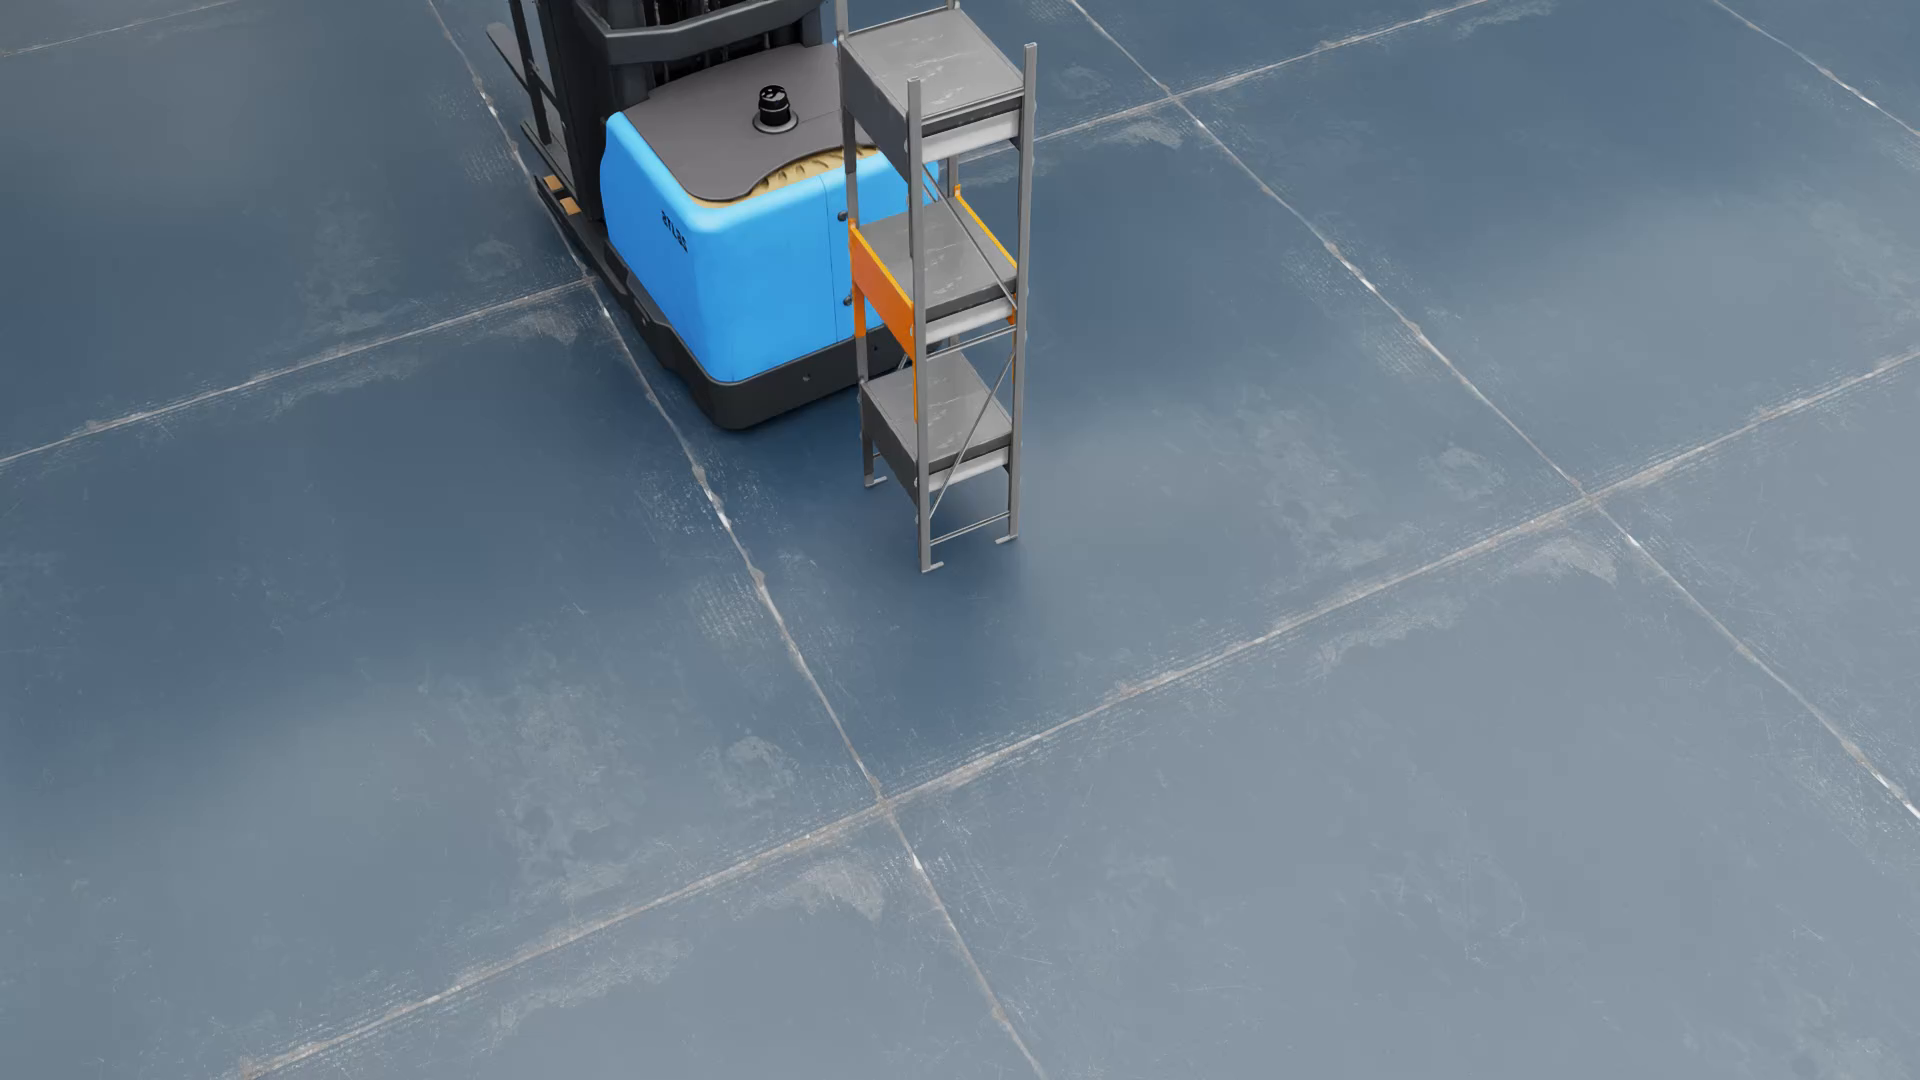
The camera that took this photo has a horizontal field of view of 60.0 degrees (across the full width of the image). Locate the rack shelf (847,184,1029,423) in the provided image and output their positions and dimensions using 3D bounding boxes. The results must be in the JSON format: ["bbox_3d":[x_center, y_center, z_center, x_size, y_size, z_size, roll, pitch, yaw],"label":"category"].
[{"bbox_3d":[-0.076,-0.793,5.567,0.431,0.518,0.480,-21,52,-18],"label":"rack shelf"}]

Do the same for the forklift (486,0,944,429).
[{"bbox_3d":[-1.258,-2.501,6.490,1.130,2.935,3.031,-24,53,-20],"label":"forklift"}]

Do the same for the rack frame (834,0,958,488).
[{"bbox_3d":[-0.187,-0.965,5.699,0.400,2.100,0.015,-21,52,-18],"label":"rack frame"}]

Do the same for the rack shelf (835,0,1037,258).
[{"bbox_3d":[-0.076,-1.254,5.040,0.431,0.518,0.480,-21,52,-18],"label":"rack shelf"}]

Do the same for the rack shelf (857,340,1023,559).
[{"bbox_3d":[-0.076,-0.332,6.094,0.431,0.518,0.480,-21,52,-18],"label":"rack shelf"}]

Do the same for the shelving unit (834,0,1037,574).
[{"bbox_3d":[-0.076,-0.802,5.557,0.431,2.100,0.503,-21,52,-18],"label":"shelving unit"}]

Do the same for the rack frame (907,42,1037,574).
[{"bbox_3d":[0.036,-0.639,5.414,0.400,2.100,0.015,-21,52,-18],"label":"rack frame"}]
